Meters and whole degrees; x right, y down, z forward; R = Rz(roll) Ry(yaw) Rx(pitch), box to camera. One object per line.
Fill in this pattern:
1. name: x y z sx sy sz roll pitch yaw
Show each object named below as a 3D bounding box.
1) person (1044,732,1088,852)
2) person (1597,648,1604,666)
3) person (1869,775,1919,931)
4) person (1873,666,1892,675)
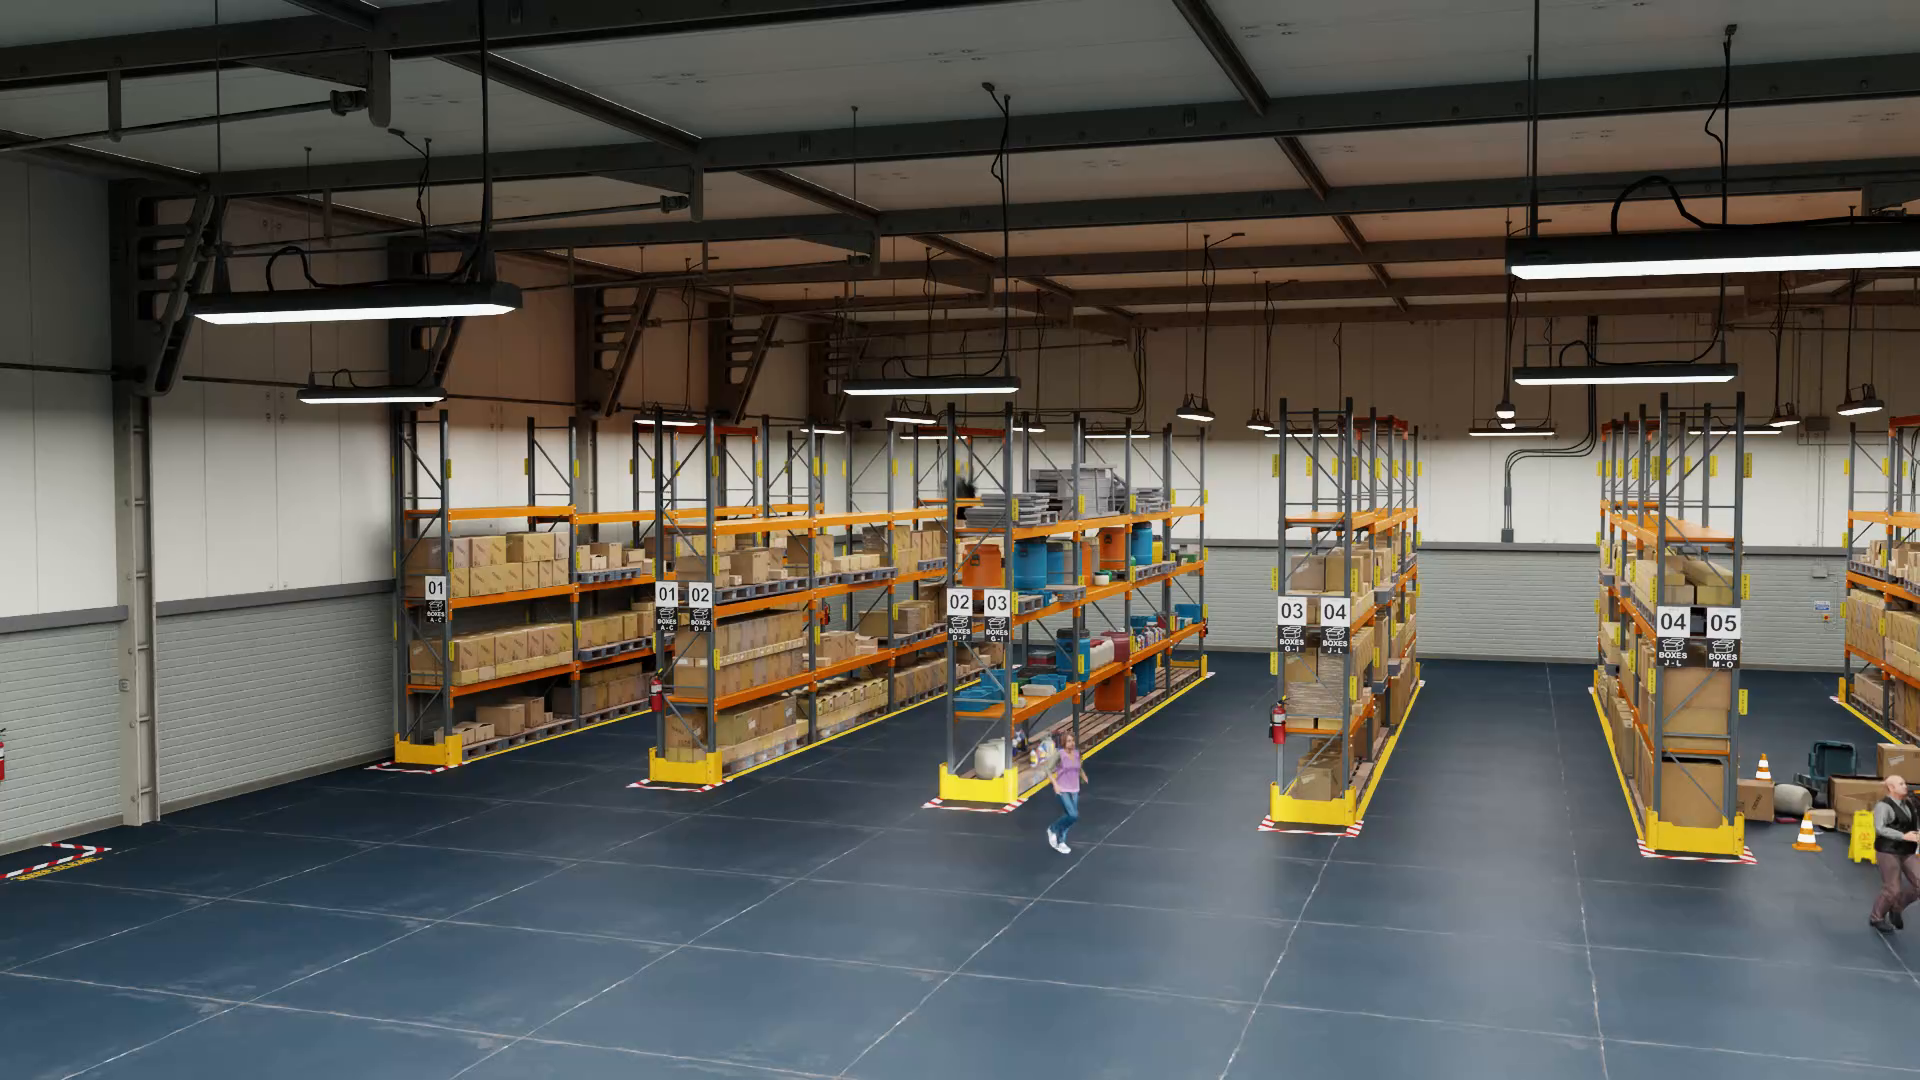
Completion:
1. person: 1.425 3.291 21.659 0.521 1.567 0.540 -2 3 -36
2. person: 14.934 2.523 38.156 0.550 1.704 0.750 0 2 10
3. person: 10.078 3.373 17.826 0.680 1.700 0.633 -1 3 -24
4. person: 20.254 2.641 36.390 0.591 1.682 0.688 -2 3 -39
